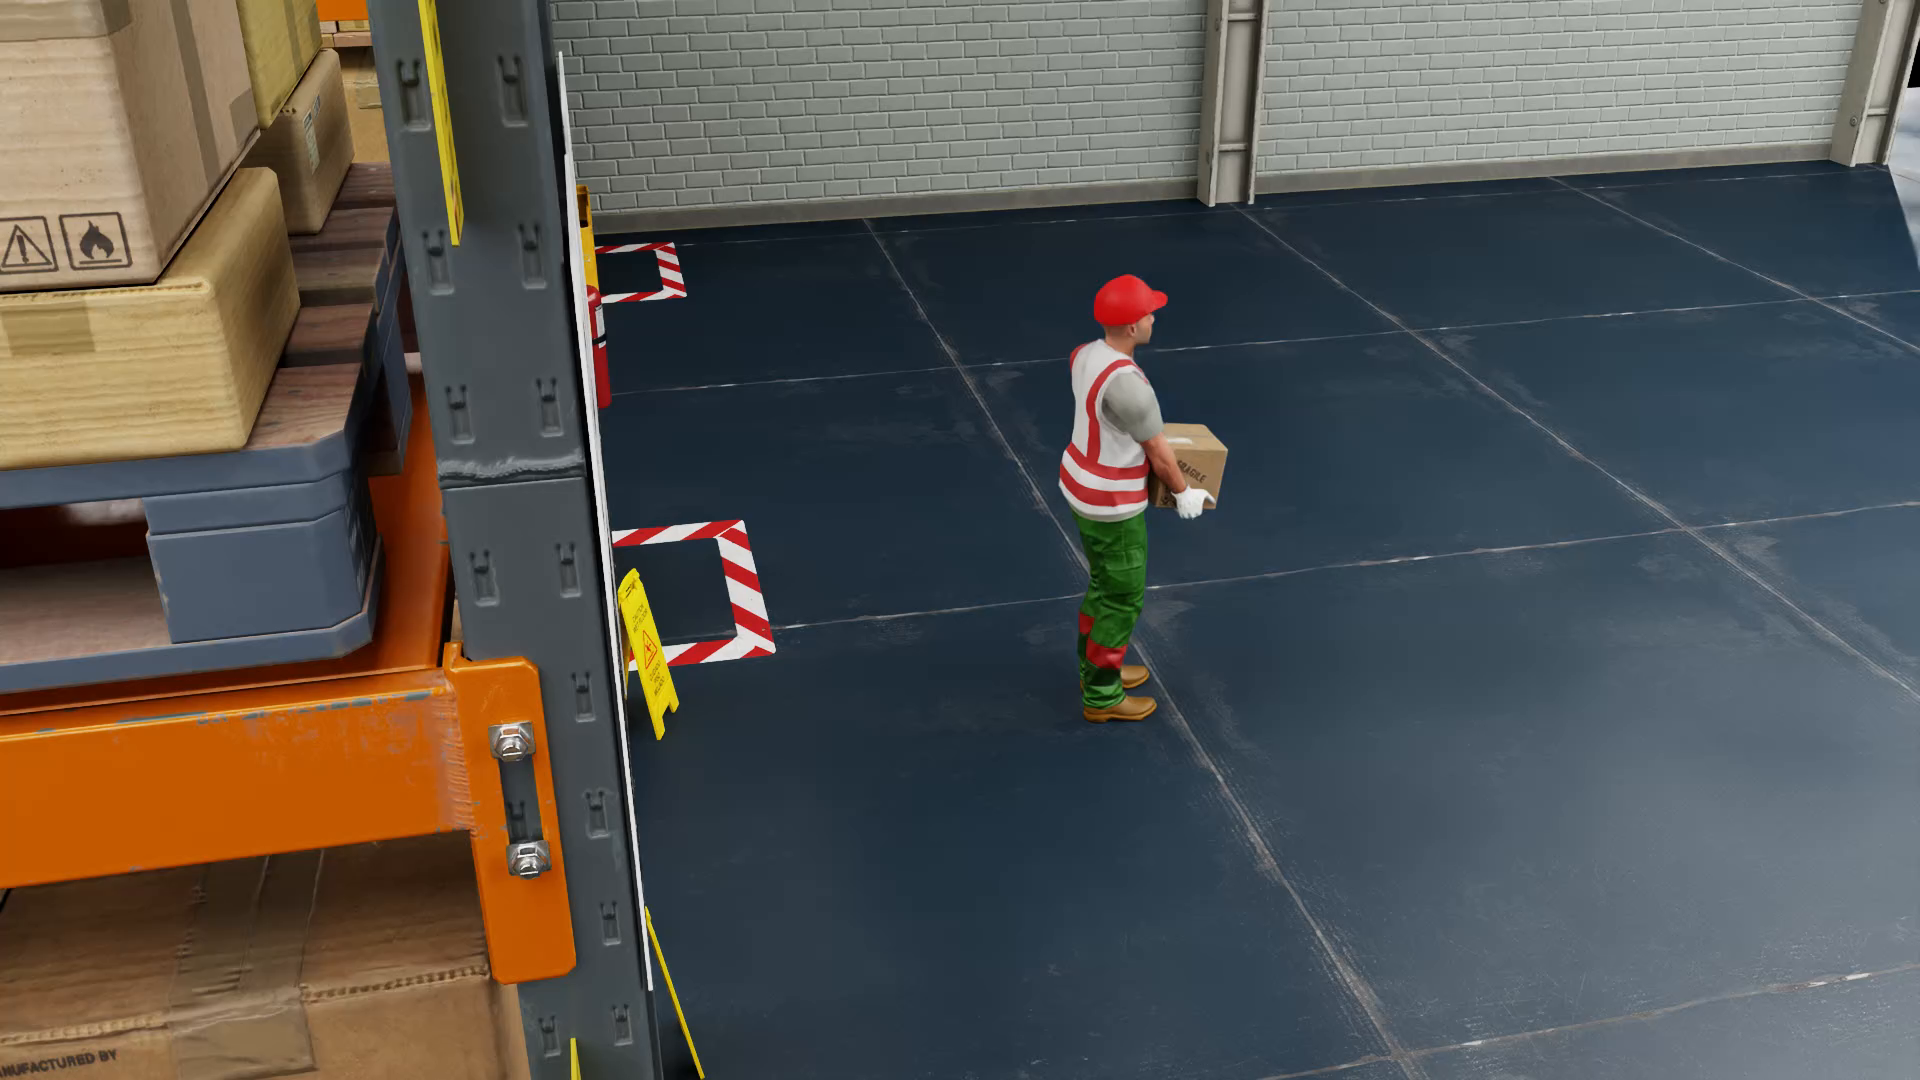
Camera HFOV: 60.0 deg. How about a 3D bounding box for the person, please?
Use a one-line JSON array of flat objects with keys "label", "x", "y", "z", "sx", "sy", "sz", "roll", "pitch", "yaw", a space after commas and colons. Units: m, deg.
[{"label": "person", "x": 0.667, "y": -0.163, "z": 6.418, "sx": 0.559, "sy": 1.784, "sz": 0.495, "roll": -6, "pitch": 27, "yaw": -12}]
